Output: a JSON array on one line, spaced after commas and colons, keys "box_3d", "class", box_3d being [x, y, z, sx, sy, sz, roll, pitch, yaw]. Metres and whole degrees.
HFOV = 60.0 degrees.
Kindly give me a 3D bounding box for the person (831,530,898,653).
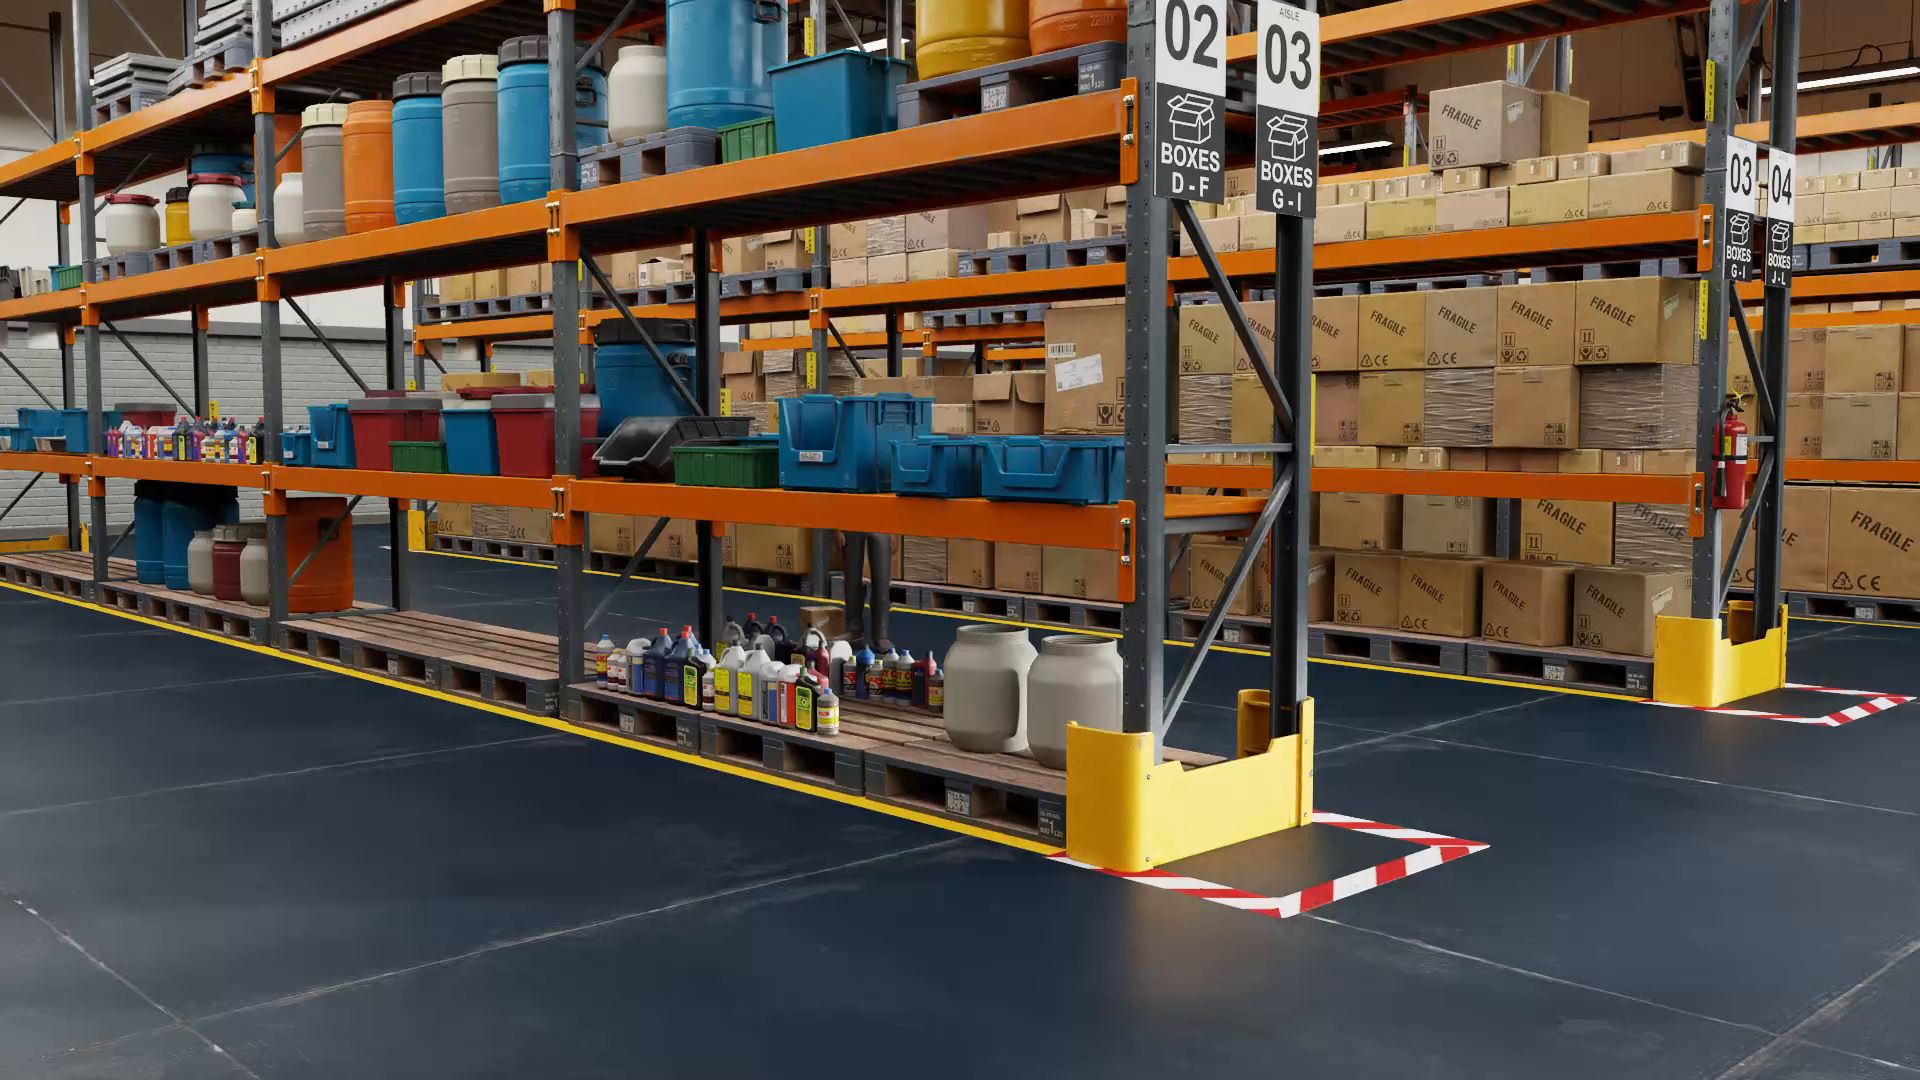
[{"box_3d": [-0.677, -0.053, 11.735, 0.495, 1.657, 0.533, 0, 4, 1], "class": "person"}]
